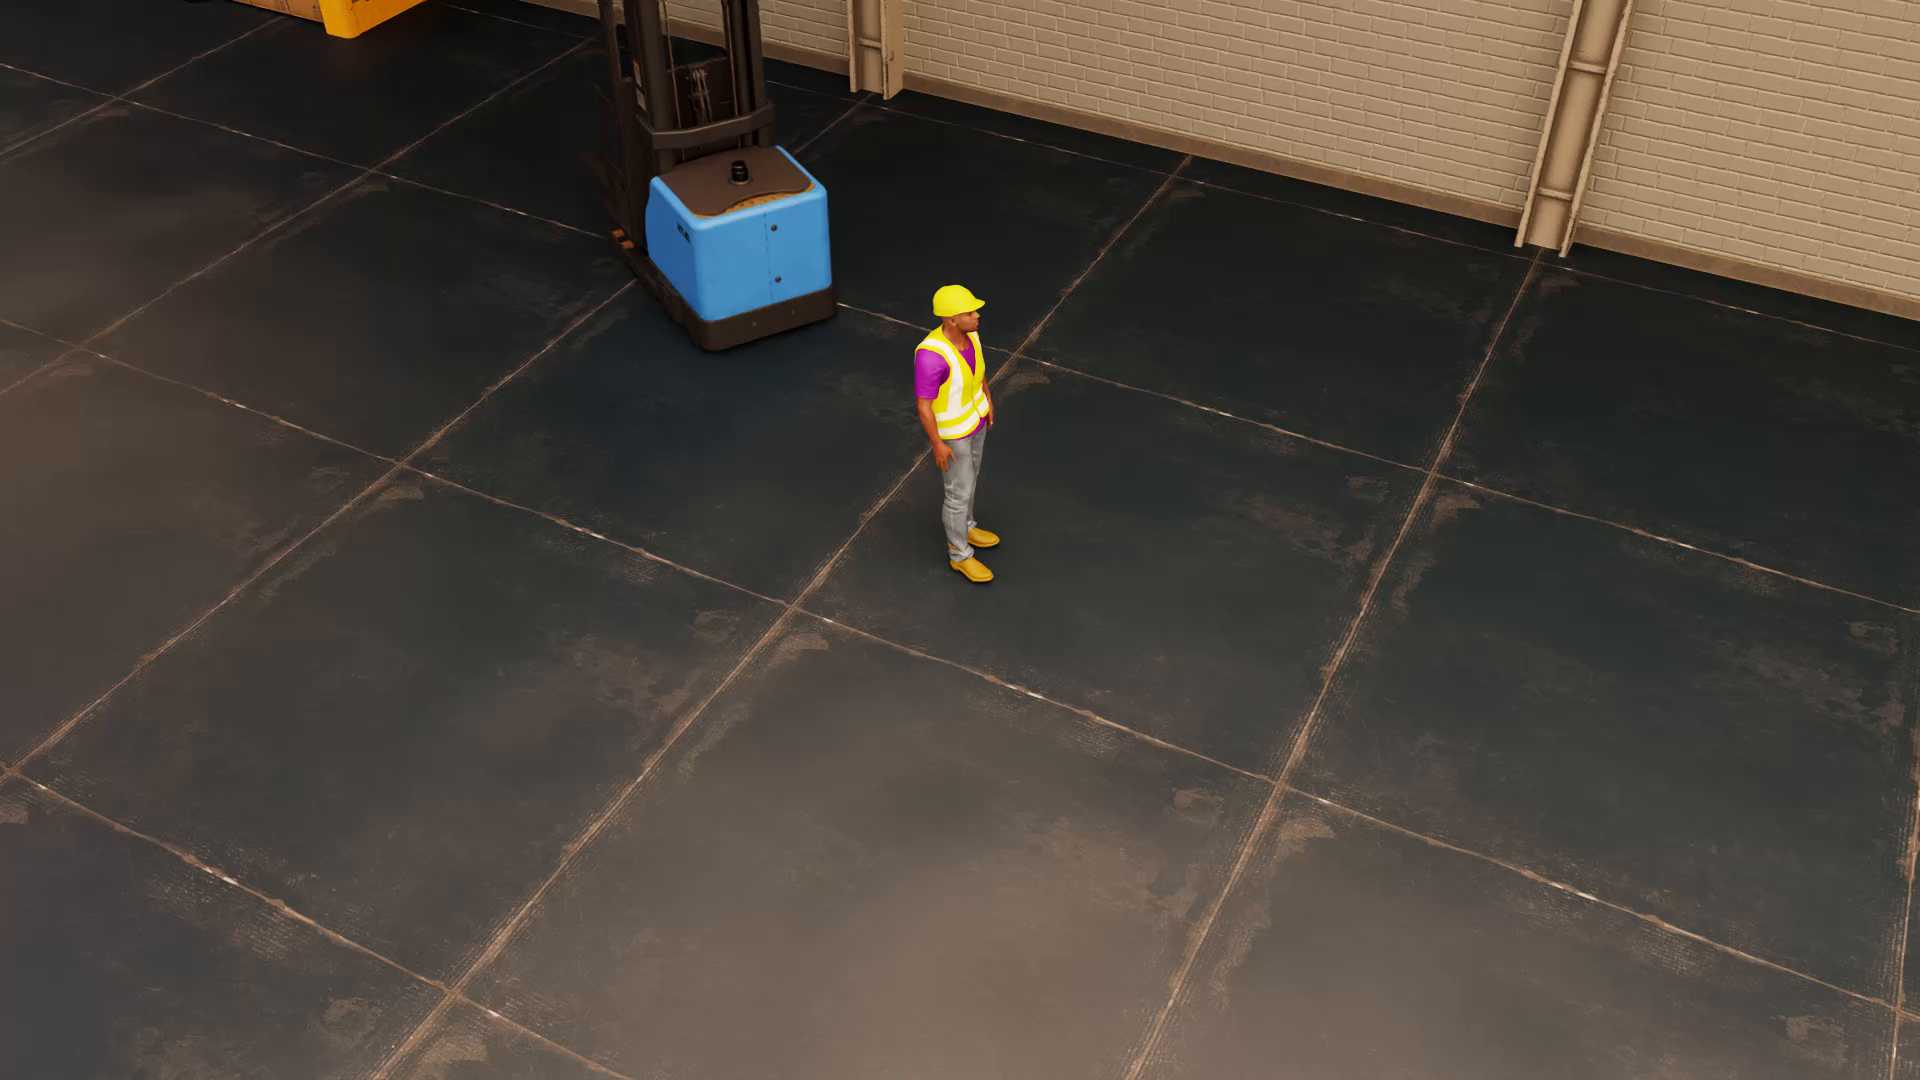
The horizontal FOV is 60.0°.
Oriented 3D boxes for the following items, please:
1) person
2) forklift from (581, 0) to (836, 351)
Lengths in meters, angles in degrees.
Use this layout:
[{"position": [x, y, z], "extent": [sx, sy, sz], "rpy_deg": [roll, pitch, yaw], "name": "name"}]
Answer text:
[{"position": [0.059, -0.657, 9.660], "extent": [0.577, 1.764, 0.666], "rpy_deg": [18, 43, 21], "name": "person"}, {"position": [-2.076, -3.389, 12.011], "extent": [1.130, 2.935, 3.031], "rpy_deg": [-20, 44, -22], "name": "forklift"}]
